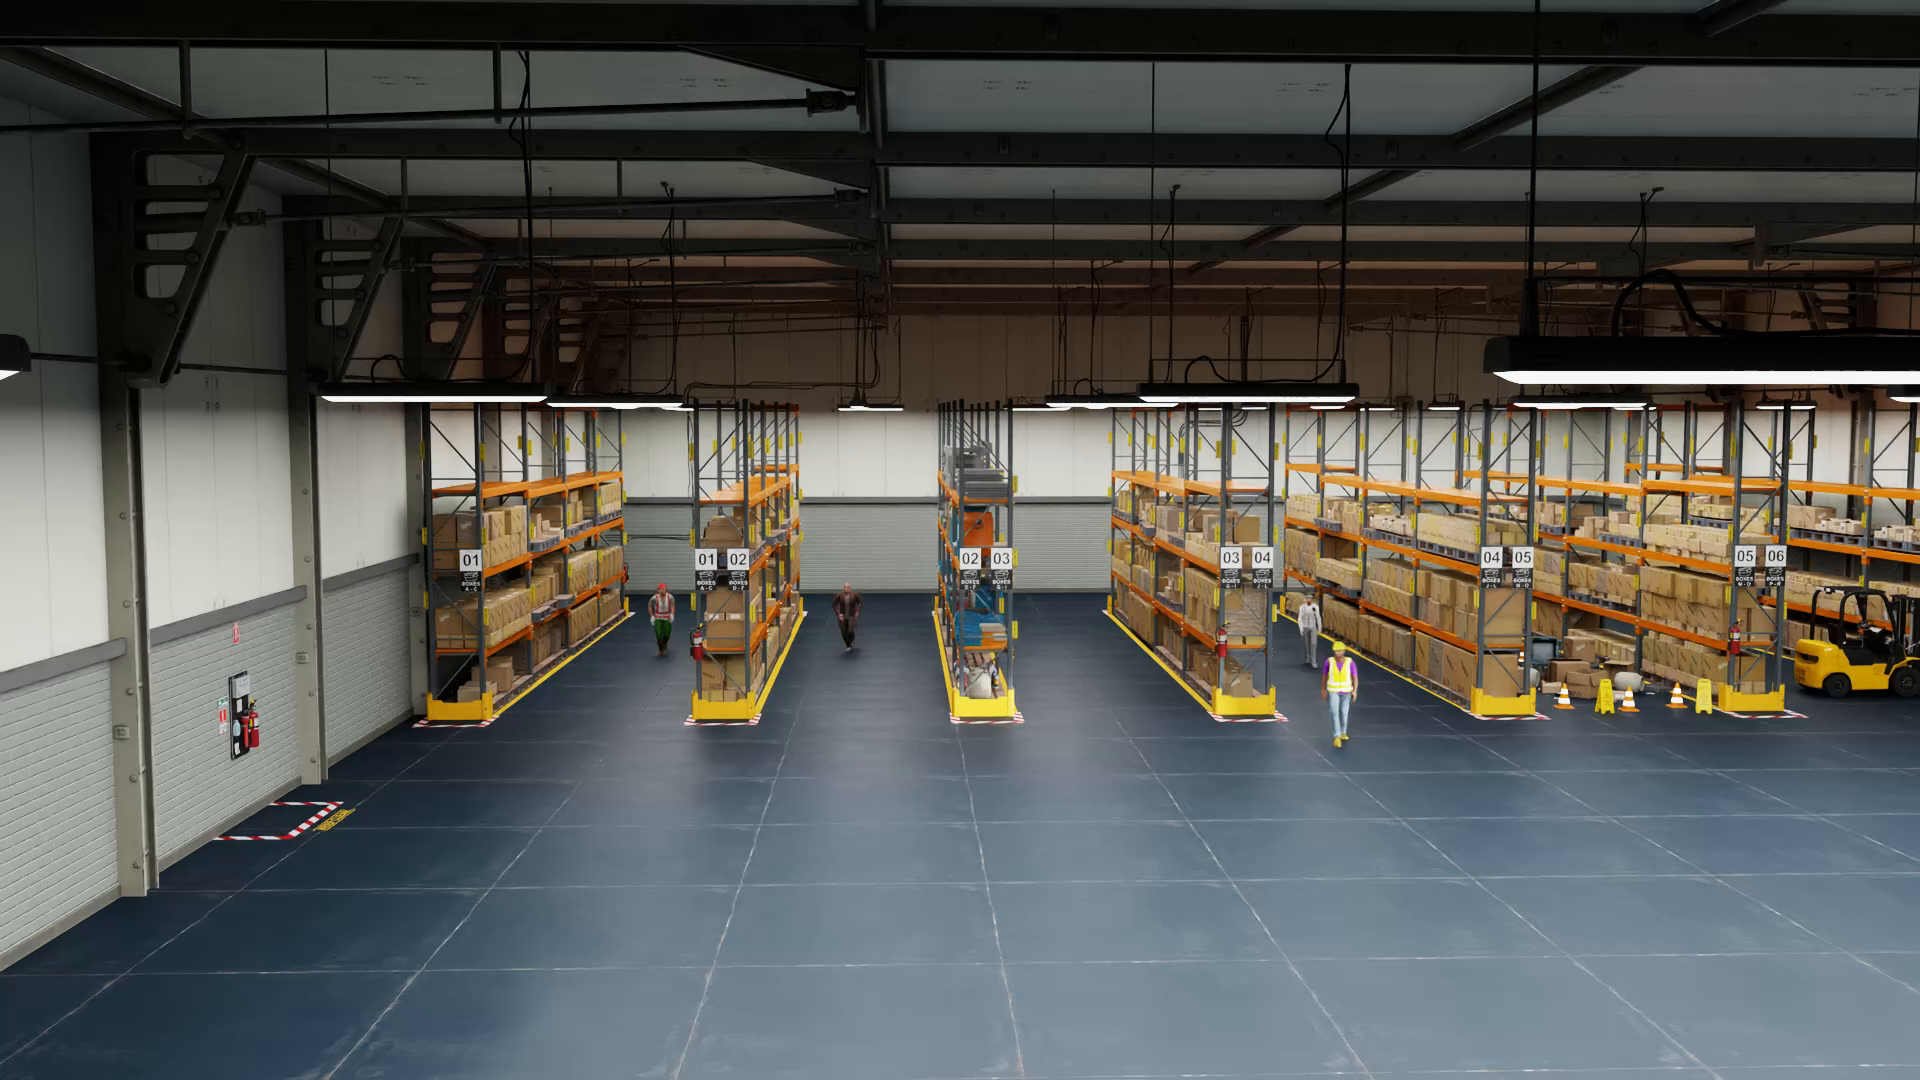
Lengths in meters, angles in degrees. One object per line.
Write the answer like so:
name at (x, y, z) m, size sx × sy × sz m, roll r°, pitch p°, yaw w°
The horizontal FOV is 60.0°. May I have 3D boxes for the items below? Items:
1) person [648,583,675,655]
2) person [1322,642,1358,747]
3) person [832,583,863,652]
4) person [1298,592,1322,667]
person at (-7.104, 1.866, 39.575) m, size 0.626 × 1.727 × 0.646 m, roll -1°, pitch 4°, yaw -10°
person at (6.593, 2.645, 28.855) m, size 0.607 × 1.746 × 0.849 m, roll 1°, pitch 4°, yaw 11°
person at (-2.706, 1.854, 39.963) m, size 0.698 × 1.690 × 0.675 m, roll 1°, pitch 4°, yaw 8°
person at (7.946, 2.013, 37.823) m, size 0.519 × 1.646 × 0.867 m, roll 2°, pitch 5°, yaw 20°
